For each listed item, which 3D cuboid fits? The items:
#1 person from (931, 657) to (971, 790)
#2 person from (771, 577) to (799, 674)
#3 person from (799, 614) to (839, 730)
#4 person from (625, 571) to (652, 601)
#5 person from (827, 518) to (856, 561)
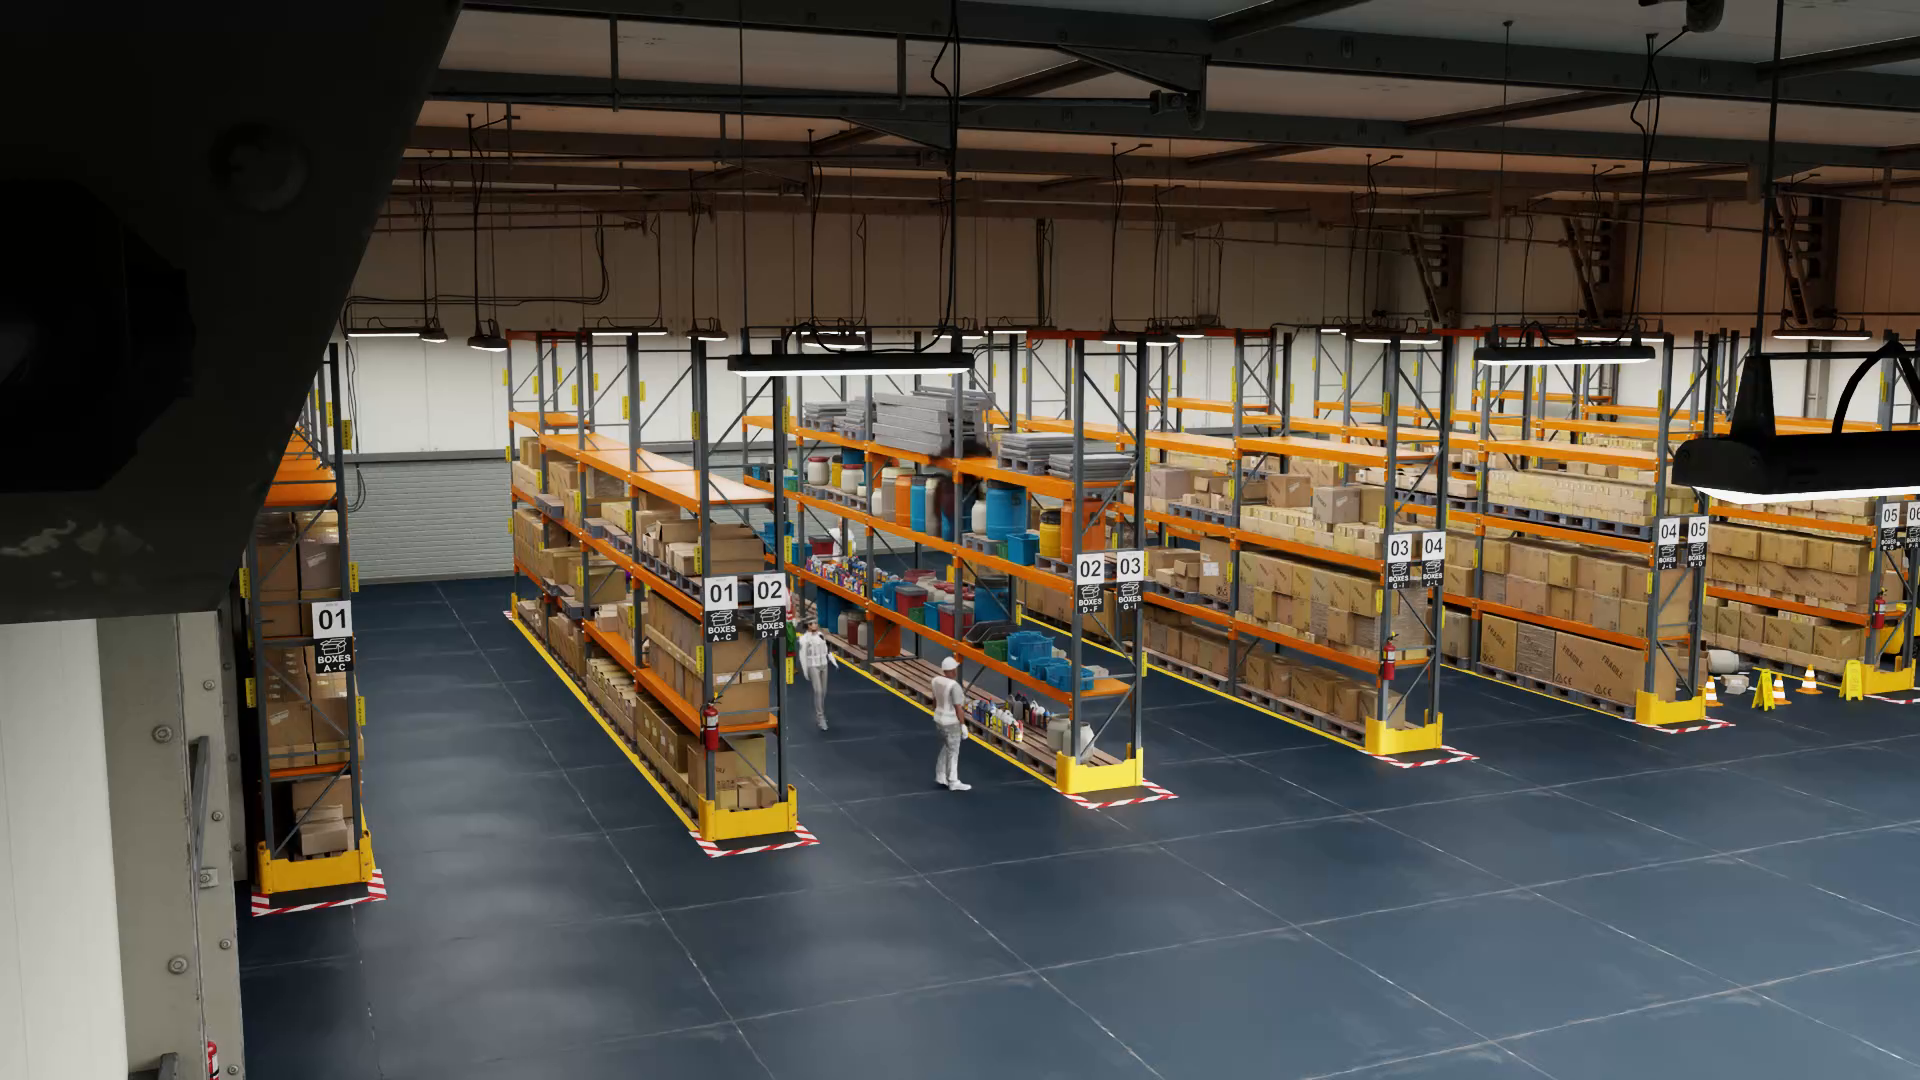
[{"bbox_3d":[-0.121,2.470,22.223,0.409,1.856,0.660,-4,9,-27],"label":"person"},{"bbox_3d":[-3.117,1.450,29.399,0.585,1.726,0.996,-2,8,-17],"label":"person"},{"bbox_3d":[-2.164,2.011,25.658,0.521,1.702,0.700,-6,10,-39],"label":"person"},{"bbox_3d":[-6.157,1.137,32.034,0.708,1.747,0.994,-3,8,-23],"label":"person"},{"bbox_3d":[-2.701,0.396,37.637,0.667,1.814,0.935,-4,9,-25],"label":"person"}]
